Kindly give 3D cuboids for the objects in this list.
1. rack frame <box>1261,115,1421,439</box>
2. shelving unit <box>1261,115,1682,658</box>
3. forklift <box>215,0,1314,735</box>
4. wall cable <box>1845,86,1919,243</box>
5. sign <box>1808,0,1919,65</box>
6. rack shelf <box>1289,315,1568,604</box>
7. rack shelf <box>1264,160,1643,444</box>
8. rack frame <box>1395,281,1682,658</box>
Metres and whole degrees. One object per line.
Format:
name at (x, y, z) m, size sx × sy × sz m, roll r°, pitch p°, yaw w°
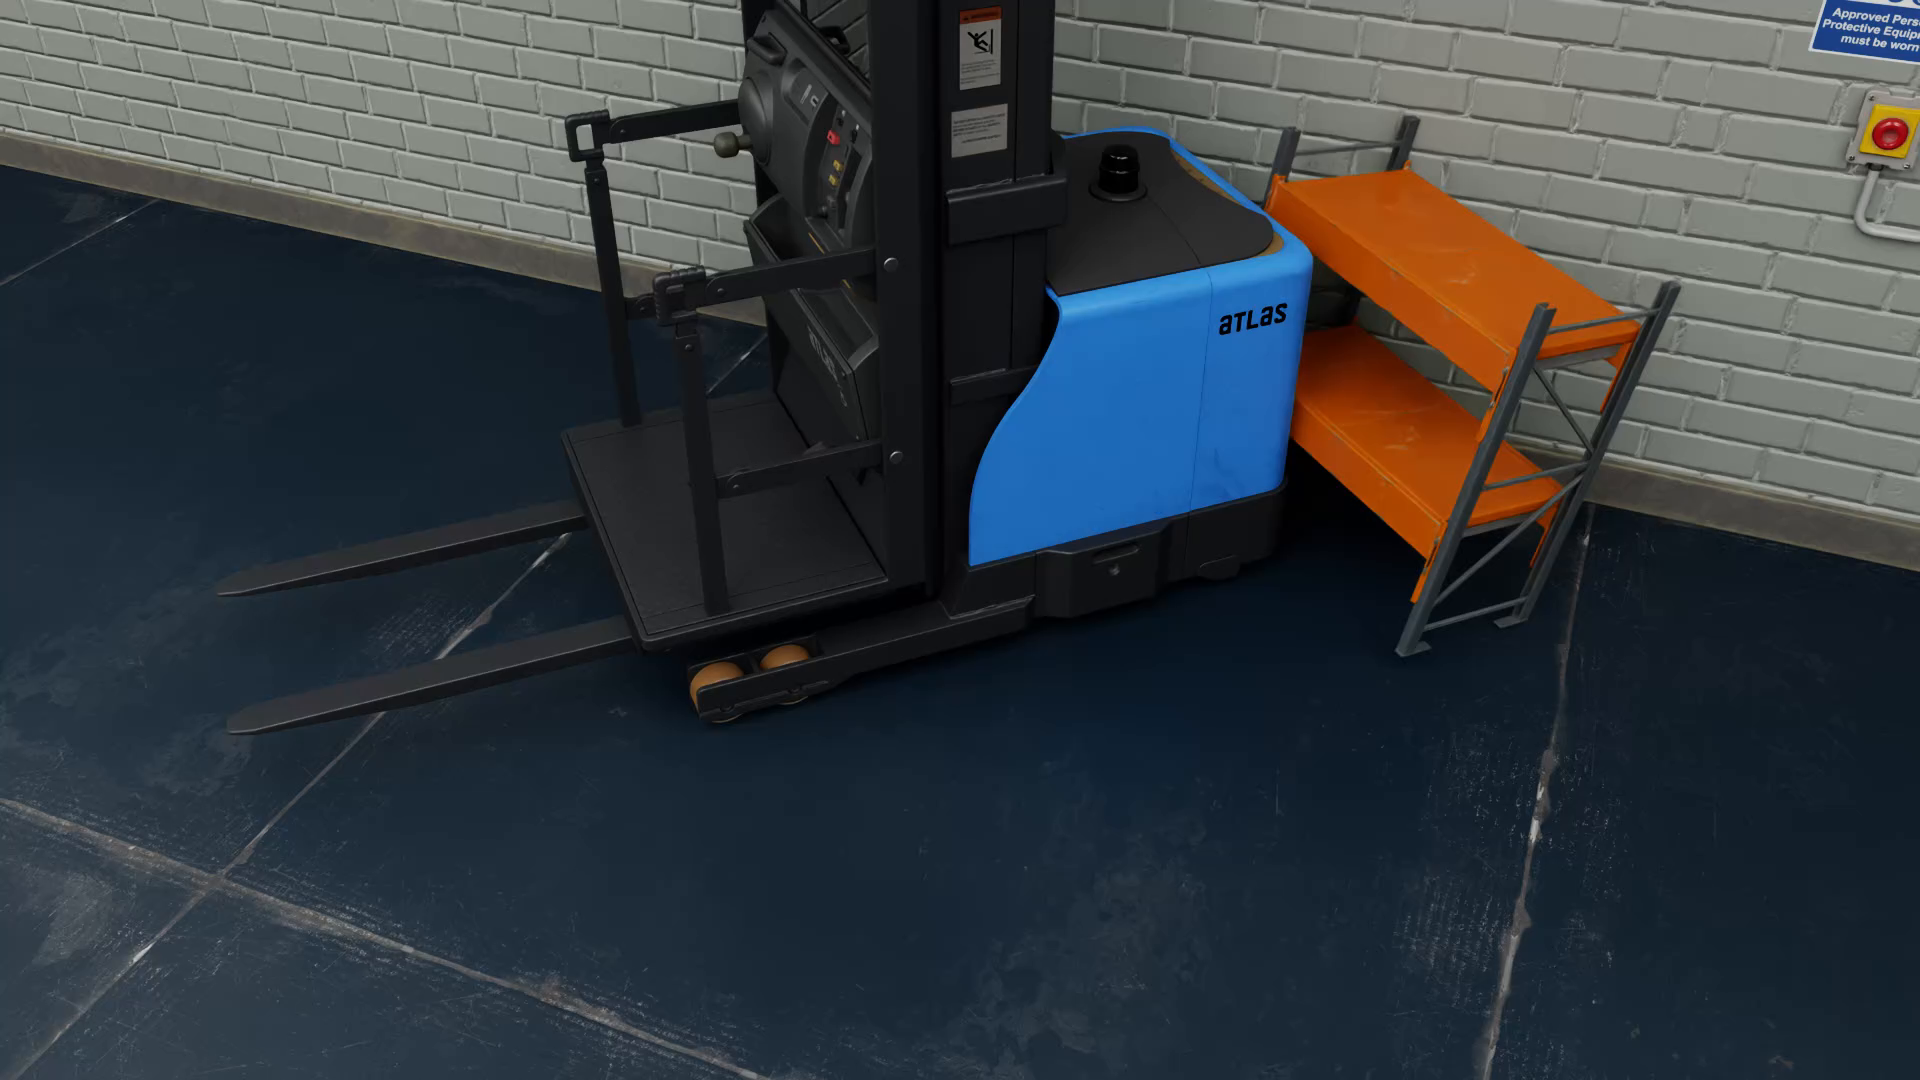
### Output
rack frame at (1.056, -0.762, 5.148) m, size 0.500 × 1.125 × 0.032 m, roll -12°, pitch 42°, yaw -28°
shelving unit at (1.298, -0.465, 4.815) m, size 0.538 × 1.125 × 1.048 m, roll -12°, pitch 42°, yaw -28°
forklift at (-0.584, -1.031, 4.182) m, size 3.031 × 2.935 × 1.130 m, roll -14°, pitch 39°, yaw -18°
wall cable at (2.443, -1.627, 4.046) m, size 0.585 × 1.953 × 0.123 m, roll 14°, pitch 39°, yaw 18°
sign at (2.422, -1.360, 4.339) m, size 0.327 × 0.218 × 0.001 m, roll 14°, pitch 39°, yaw 18°
rack shelf at (1.261, -0.272, 4.960) m, size 0.538 × 0.278 × 1.000 m, roll -12°, pitch 42°, yaw -28°
rack shelf at (1.341, -0.696, 4.640) m, size 0.538 × 0.278 × 1.000 m, roll -12°, pitch 42°, yaw -28°
rack frame at (1.540, -0.167, 4.481) m, size 0.500 × 1.125 × 0.032 m, roll -12°, pitch 42°, yaw -28°
